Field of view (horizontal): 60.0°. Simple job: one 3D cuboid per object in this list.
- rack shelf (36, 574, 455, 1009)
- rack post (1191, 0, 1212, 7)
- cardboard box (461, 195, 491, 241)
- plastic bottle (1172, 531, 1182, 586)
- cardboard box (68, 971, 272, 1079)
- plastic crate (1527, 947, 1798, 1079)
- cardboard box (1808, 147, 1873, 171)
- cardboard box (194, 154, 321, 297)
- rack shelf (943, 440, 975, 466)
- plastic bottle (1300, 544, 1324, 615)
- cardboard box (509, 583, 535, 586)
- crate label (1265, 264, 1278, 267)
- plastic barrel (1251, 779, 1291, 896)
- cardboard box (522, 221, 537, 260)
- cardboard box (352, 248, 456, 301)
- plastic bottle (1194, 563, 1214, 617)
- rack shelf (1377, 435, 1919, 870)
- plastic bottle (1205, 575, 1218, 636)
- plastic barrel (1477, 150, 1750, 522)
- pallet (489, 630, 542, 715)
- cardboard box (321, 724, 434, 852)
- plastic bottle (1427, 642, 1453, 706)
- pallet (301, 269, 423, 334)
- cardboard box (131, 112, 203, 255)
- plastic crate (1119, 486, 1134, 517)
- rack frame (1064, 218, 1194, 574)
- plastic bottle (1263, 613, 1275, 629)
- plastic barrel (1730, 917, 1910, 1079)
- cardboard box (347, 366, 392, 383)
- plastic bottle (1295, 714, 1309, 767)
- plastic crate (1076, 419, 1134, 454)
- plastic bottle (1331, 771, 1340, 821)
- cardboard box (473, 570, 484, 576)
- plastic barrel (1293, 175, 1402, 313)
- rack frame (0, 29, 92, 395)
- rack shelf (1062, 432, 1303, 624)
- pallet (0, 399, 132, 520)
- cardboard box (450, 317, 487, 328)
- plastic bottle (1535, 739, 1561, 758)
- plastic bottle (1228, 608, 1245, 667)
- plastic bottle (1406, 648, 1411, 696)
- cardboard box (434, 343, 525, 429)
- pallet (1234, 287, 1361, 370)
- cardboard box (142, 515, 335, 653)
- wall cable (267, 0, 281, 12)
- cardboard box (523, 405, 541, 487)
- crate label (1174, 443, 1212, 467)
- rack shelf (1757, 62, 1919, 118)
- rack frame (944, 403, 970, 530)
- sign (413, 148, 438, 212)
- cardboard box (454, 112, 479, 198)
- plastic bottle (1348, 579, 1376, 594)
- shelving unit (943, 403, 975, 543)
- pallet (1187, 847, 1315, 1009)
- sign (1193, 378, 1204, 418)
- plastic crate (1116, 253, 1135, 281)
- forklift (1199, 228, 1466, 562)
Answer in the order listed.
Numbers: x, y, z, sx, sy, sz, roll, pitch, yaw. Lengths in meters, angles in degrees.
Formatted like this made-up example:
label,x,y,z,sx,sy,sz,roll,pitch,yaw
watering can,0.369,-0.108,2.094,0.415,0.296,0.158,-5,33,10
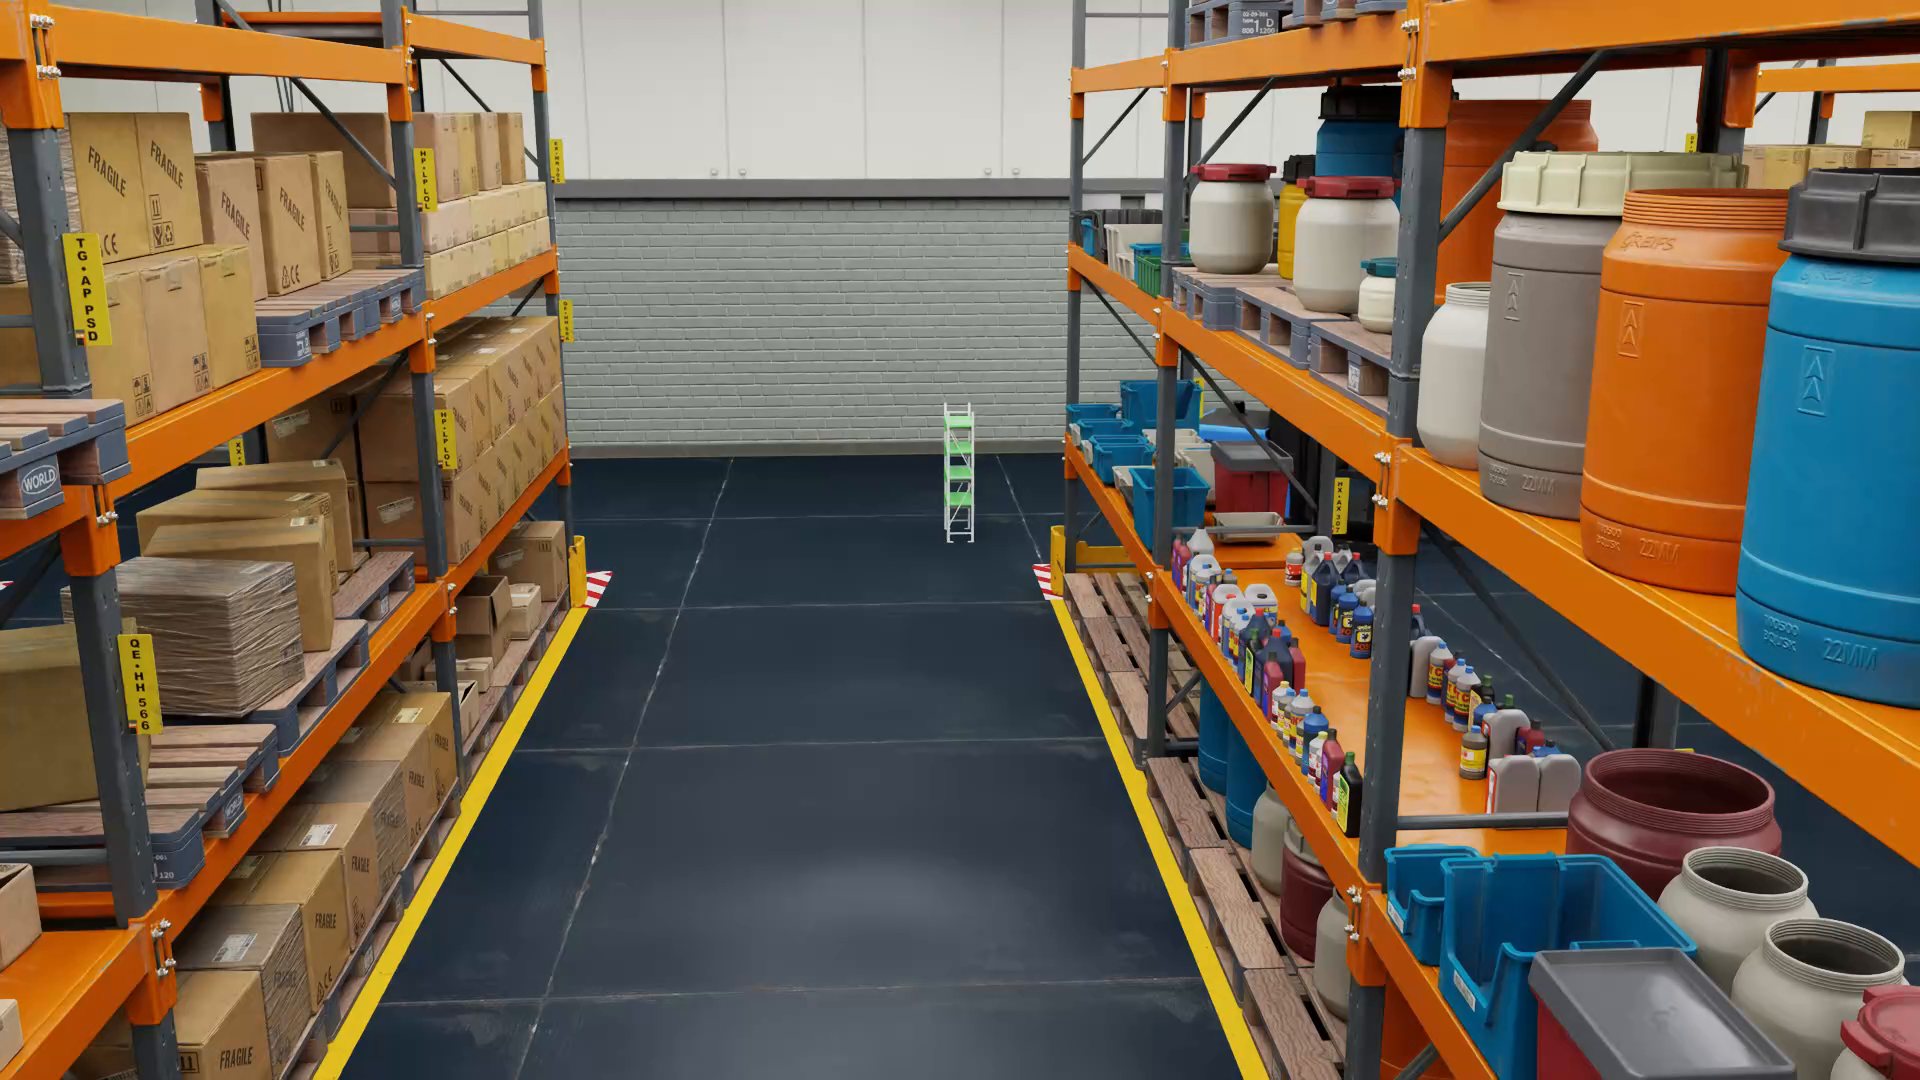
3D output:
label,x,y,z,sx,sy,sz,roll,pitch,yaw
rack shelf,-3.220,0.871,7.290,1.077,0.370,4.000,-1,14,-3
rack post,1.621,-2.709,7.873,0.937,0.300,0.954,-1,14,-4
cardboard box,-3.178,-1.971,10.168,0.500,0.250,0.500,-1,14,-3
plastic bottle,1.197,0.104,9.062,0.061,0.283,0.133,-1,14,-3
cardboard box,-2.839,1.900,5.981,0.500,0.500,0.500,0,14,-1
plastic crate,1.643,1.320,3.972,0.402,0.464,0.583,-1,14,-3
cardboard box,6.376,-2.477,11.592,0.700,0.500,0.500,-2,15,-7
cardboard box,-3.322,-1.436,7.547,0.600,0.600,0.600,-1,14,-4
rack shelf,-0.010,-0.793,15.217,0.258,0.148,0.480,-1,14,-3
plastic bottle,1.840,0.199,8.556,0.144,0.351,0.185,-1,14,-3
cardboard box,-3.377,0.423,12.390,0.380,0.166,0.250,-1,14,-3
crate label,1.858,-1.502,9.576,0.293,0.136,0.466,-1,14,-3
plastic barrel,1.606,1.404,7.922,0.421,0.512,0.421,0,14,0
cardboard box,-3.277,-2.102,11.680,0.500,0.250,0.500,-1,14,-3
cardboard box,-3.127,-1.480,9.263,0.500,0.250,0.500,-1,14,-3
plastic bottle,1.251,0.253,8.505,0.097,0.271,0.097,0,14,0
rack shelf,1.972,0.337,3.343,1.077,0.370,4.000,-1,14,-3
plastic bottle,1.252,0.325,8.203,0.061,0.283,0.133,-1,14,-3
plastic barrel,1.682,-0.544,4.318,0.600,0.901,0.600,0,14,0
pallet,-3.464,0.901,11.327,1.003,0.211,1.213,-1,14,-3
cardboard box,-3.005,1.264,8.452,0.500,0.500,0.500,-1,14,-3
plastic bottle,2.092,0.577,7.244,0.097,0.271,0.097,0,14,0
pallet,-3.374,-1.173,8.149,1.213,0.211,1.003,-1,14,-3
cardboard box,-3.180,-1.328,6.164,0.500,0.500,0.500,-1,14,-3
plastic crate,1.263,-0.221,10.520,0.437,0.125,0.590,-1,14,-3
rack frame,1.352,-1.045,13.293,1.000,3.000,0.127,-1,14,-3
plastic bottle,1.444,0.448,7.888,0.097,0.201,0.097,0,14,0
plastic barrel,2.151,1.247,4.158,0.421,0.512,0.421,0,14,0
cardboard box,-3.668,-0.757,9.965,0.500,0.500,0.500,-1,14,-5
plastic bottle,1.376,0.787,6.569,0.097,0.201,0.097,0,14,0
plastic crate,1.080,-0.763,12.412,0.416,0.233,0.300,-1,14,-3
plastic bottle,1.408,0.917,6.064,0.097,0.201,0.097,0,14,0
cardboard box,-3.810,0.413,12.262,0.500,0.250,0.500,-1,14,-3
plastic barrel,1.588,-1.216,6.822,0.433,0.535,0.433,0,14,0
rack frame,-3.096,-1.886,4.520,1.000,3.000,0.127,-1,14,-3
rack shelf,1.476,-0.200,11.450,1.077,0.370,4.000,-1,14,-3
pallet,-2.965,-0.174,4.266,1.213,0.211,1.003,0,14,-1
cardboard box,-3.828,-1.388,12.418,0.500,0.500,0.500,0,14,-2
plastic bottle,2.164,0.865,6.128,0.097,0.271,0.097,0,14,0
plastic bottle,1.300,0.450,7.740,0.097,0.271,0.097,0,14,0
plastic bottle,1.908,0.507,7.360,0.144,0.351,0.185,-1,14,-3
cardboard box,-3.189,-1.014,10.964,0.500,0.500,0.500,0,14,-2
pallet,1.819,-0.936,7.229,1.003,0.211,1.213,-1,14,-3
cardboard box,-3.173,0.212,7.365,0.700,0.500,0.500,-5,15,-18
wall cable,-5.829,-6.194,17.360,3.097,2.526,0.112,-1,14,-3
cardboard box,-3.231,-0.658,11.587,0.500,0.500,0.500,-1,14,-3
crate label,1.629,-0.606,11.993,0.396,0.136,0.243,-1,14,-3
rack shelf,6.420,-2.988,11.049,1.077,0.370,4.000,-1,14,-3
rack frame,-0.025,-0.683,15.496,0.240,1.200,0.015,-1,14,-3
sign,-2.790,-1.878,8.683,0.100,0.325,0.005,-1,14,-3
cardboard box,-3.339,-2.332,10.065,0.700,0.500,0.500,-1,14,-3
plastic bottle,2.001,0.319,8.240,0.152,0.276,0.135,-1,14,-3
shelving unit,-0.010,-0.622,15.260,0.258,1.200,0.503,-1,14,-3
pallet,1.685,1.796,7.844,1.003,0.211,1.213,-1,14,-3
sign,1.900,-1.137,13.322,0.100,0.325,0.005,-1,14,-3
plastic crate,1.141,-1.686,10.293,0.293,0.136,0.466,-1,14,-3
forklift,3.558,-1.376,14.716,3.031,2.935,1.130,7,16,26
